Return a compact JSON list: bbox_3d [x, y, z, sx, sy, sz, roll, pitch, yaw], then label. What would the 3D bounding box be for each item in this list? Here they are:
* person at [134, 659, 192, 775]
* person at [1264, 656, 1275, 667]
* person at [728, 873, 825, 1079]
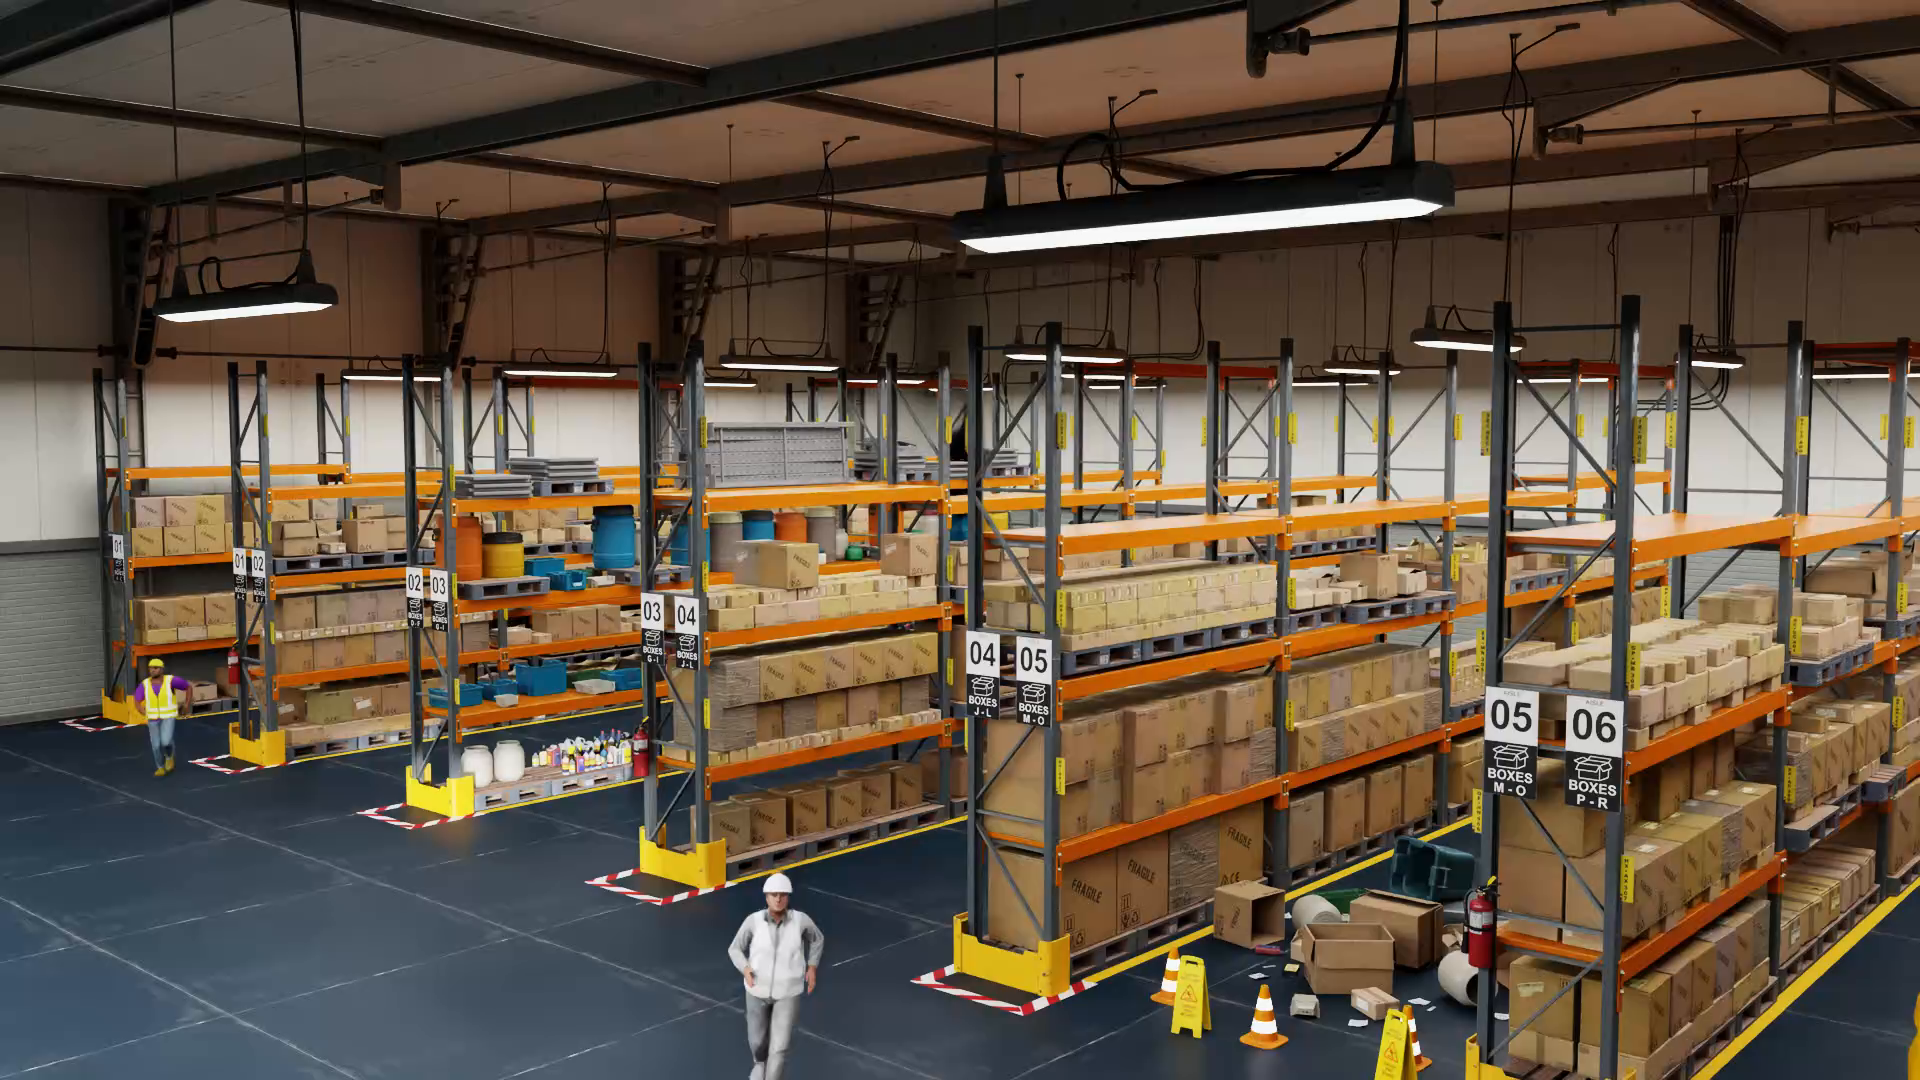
[{"bbox_3d":[-11.413,2.547,23.784,0.728,1.718,0.749,-1,4,-12],"label":"person"},{"bbox_3d":[4.804,2.482,25.306,0.765,1.732,0.582,-4,6,-43],"label":"person"},{"bbox_3d":[-1.374,3.363,12.373,0.698,1.771,0.976,0,4,1],"label":"person"}]
